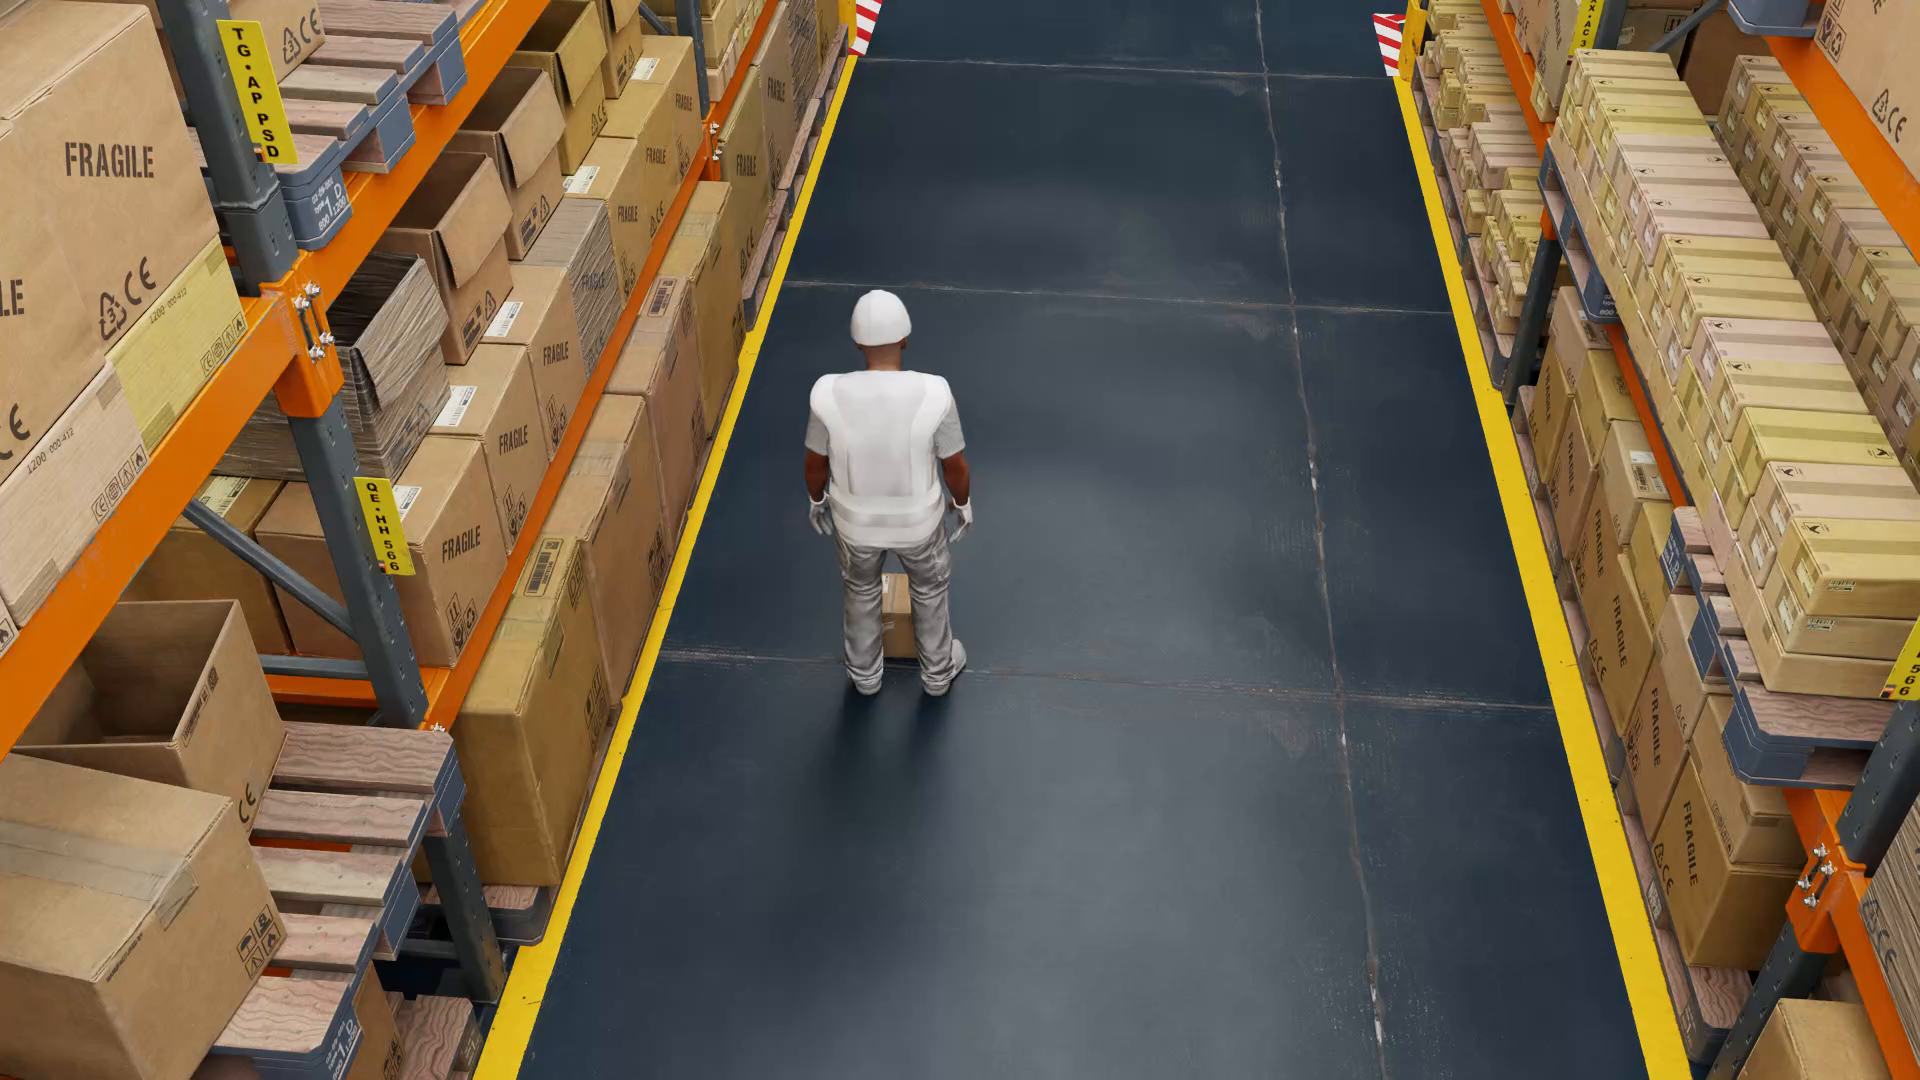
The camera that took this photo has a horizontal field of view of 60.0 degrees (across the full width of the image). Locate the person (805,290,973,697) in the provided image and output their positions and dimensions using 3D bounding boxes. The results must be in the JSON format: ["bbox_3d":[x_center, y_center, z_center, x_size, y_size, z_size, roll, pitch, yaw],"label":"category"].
[{"bbox_3d":[-0.263,-0.125,6.298,0.622,1.774,0.454,3,40,3],"label":"person"}]
